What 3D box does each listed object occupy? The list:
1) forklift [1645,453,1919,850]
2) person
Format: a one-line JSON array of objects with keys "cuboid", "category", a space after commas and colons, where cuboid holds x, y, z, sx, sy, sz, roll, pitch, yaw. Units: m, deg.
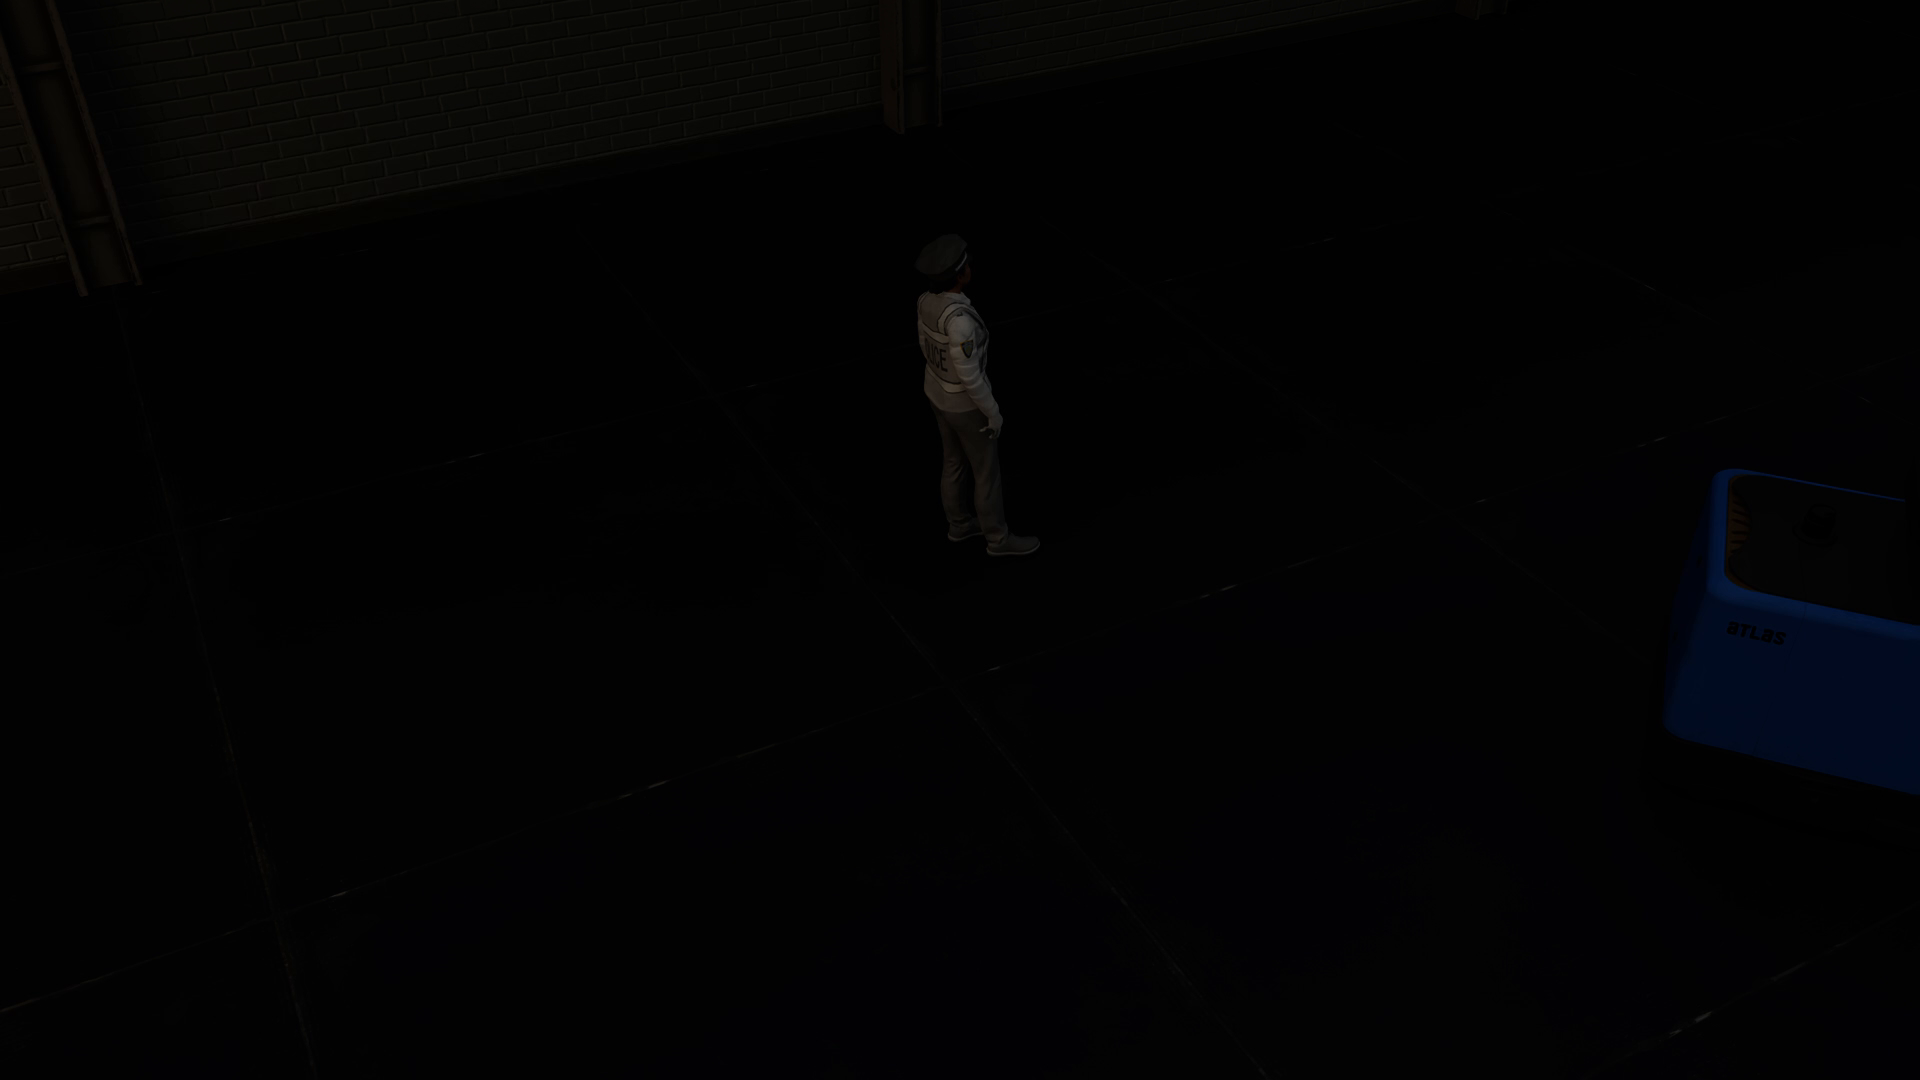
[{"cuboid": [4.520, -0.077, 6.231, 3.031, 2.935, 1.130, 13, 37, 18], "category": "forklift"}, {"cuboid": [0.064, -0.713, 8.191, 0.530, 1.694, 0.586, -17, 39, -23], "category": "person"}]
